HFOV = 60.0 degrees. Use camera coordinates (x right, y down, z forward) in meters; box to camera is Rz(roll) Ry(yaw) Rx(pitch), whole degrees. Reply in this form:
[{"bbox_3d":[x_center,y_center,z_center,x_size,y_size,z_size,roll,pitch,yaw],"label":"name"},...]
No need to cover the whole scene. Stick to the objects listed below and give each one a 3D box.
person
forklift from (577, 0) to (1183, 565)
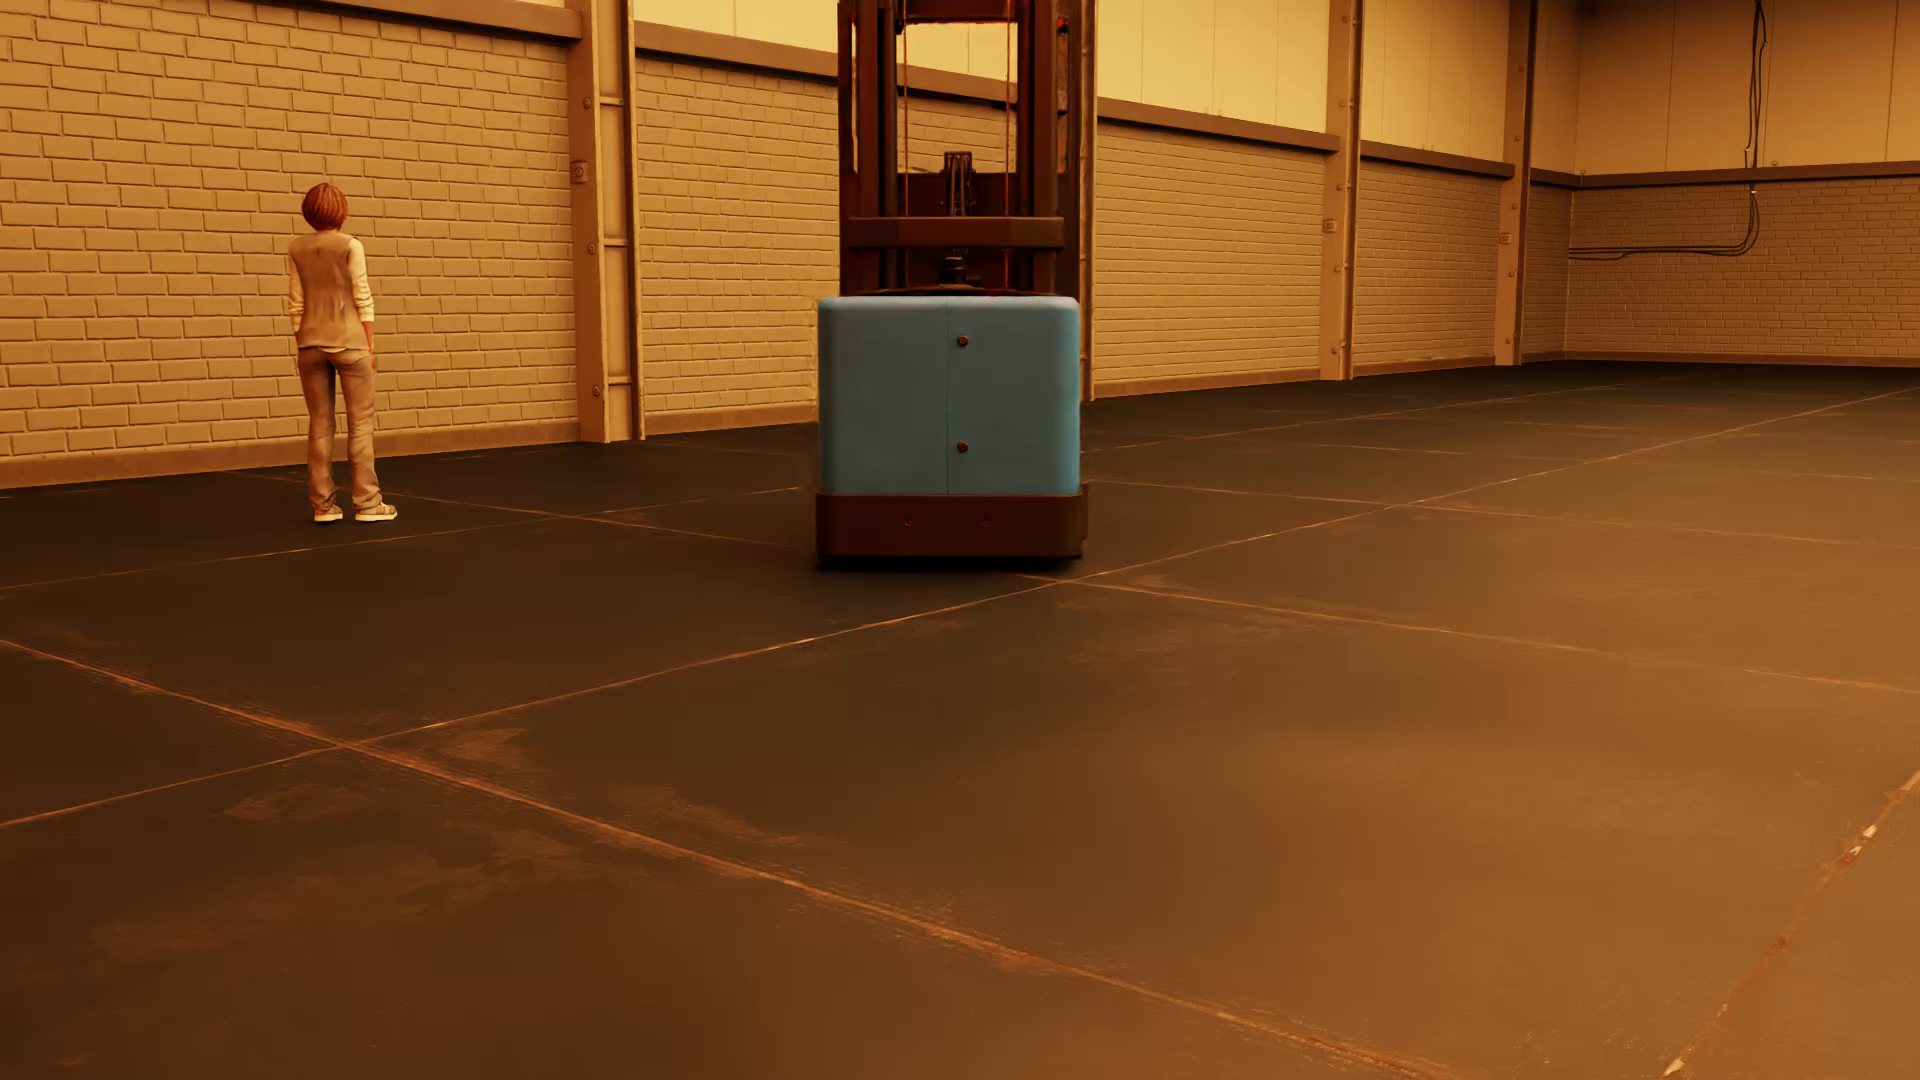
[{"bbox_3d":[-2.936,-0.884,7.933,0.405,1.599,0.421,8,12,44],"label":"person"},{"bbox_3d":[-0.518,-1.498,7.519,3.031,2.935,1.130,6,10,37],"label":"forklift"}]
